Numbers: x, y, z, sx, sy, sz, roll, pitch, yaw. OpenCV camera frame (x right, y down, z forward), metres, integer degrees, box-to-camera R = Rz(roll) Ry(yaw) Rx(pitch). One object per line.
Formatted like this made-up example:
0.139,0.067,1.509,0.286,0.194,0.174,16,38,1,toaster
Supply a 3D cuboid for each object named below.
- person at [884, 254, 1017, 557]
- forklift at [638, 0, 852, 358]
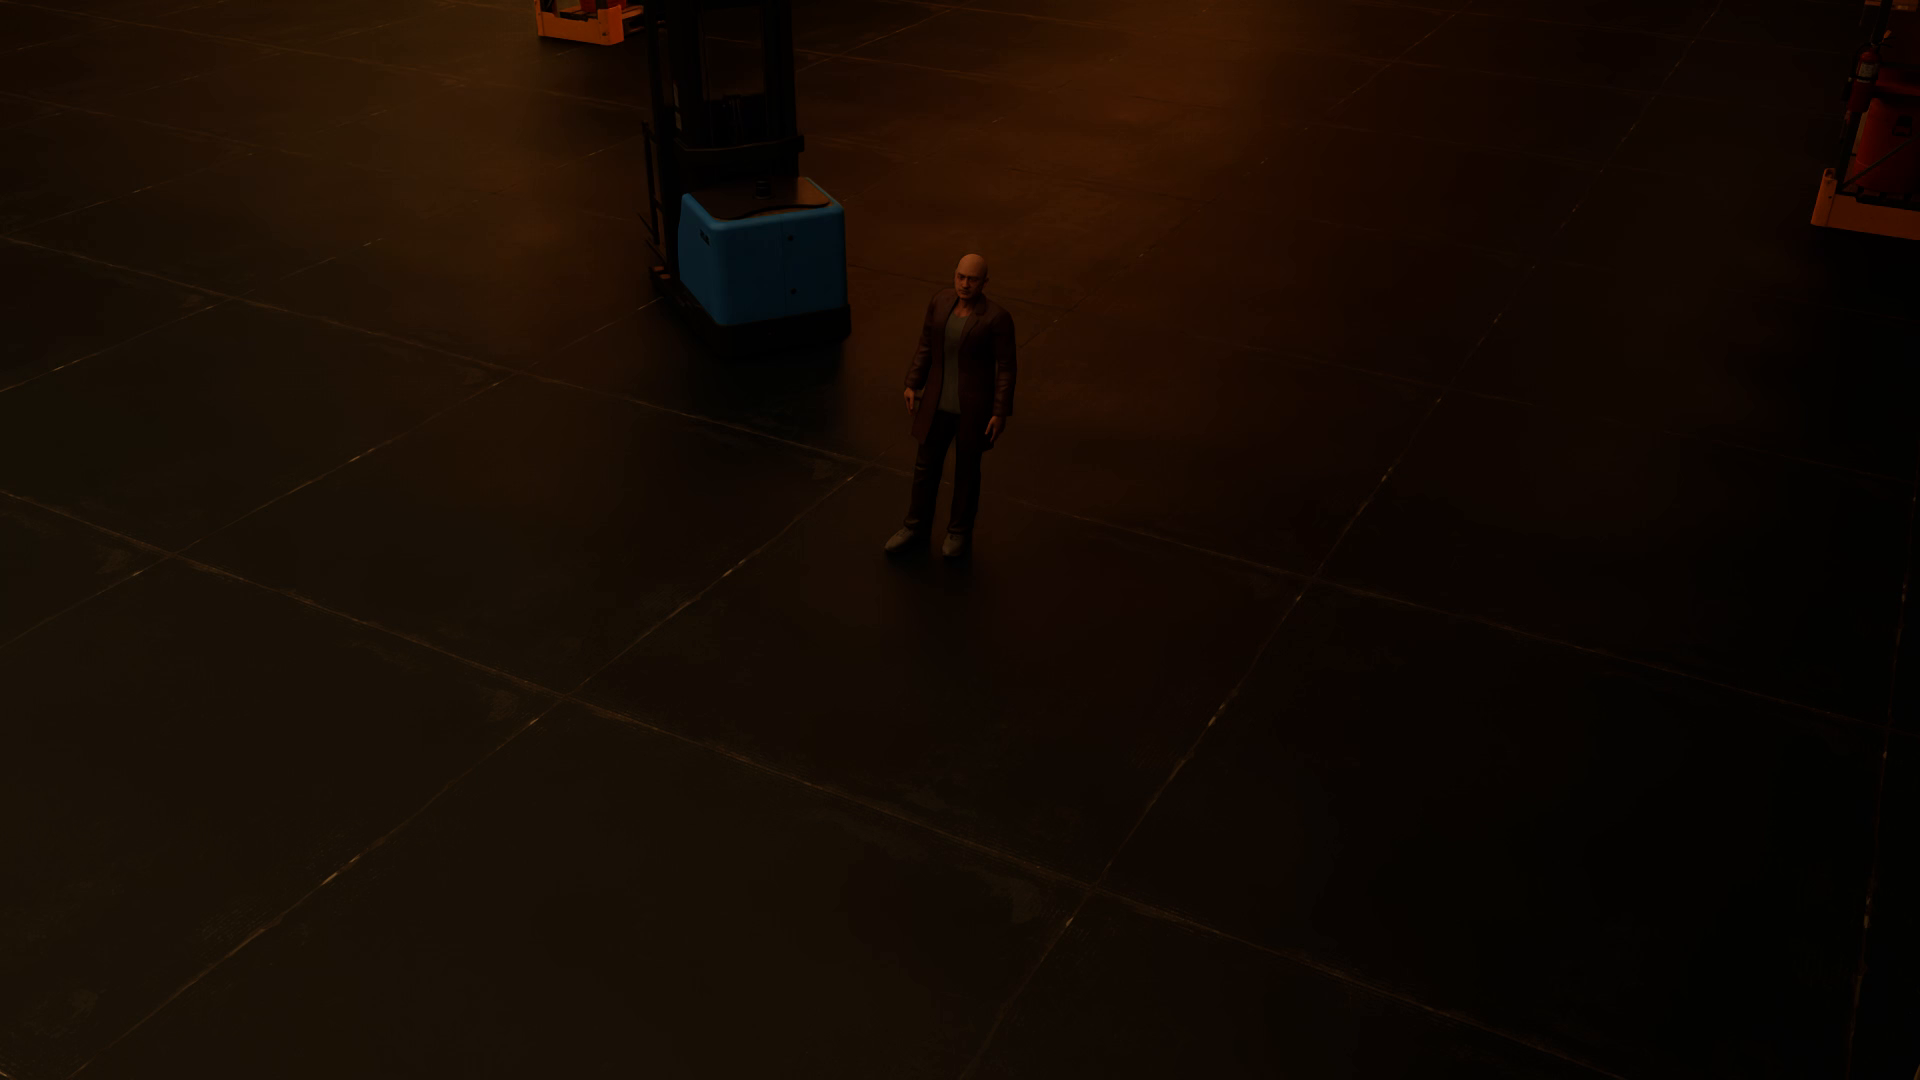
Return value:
-0.048,-0.737,9.487,0.698,1.778,0.579,15,33,25,person
-1.879,-3.320,12.824,1.130,2.935,3.031,-13,32,-21,forklift
